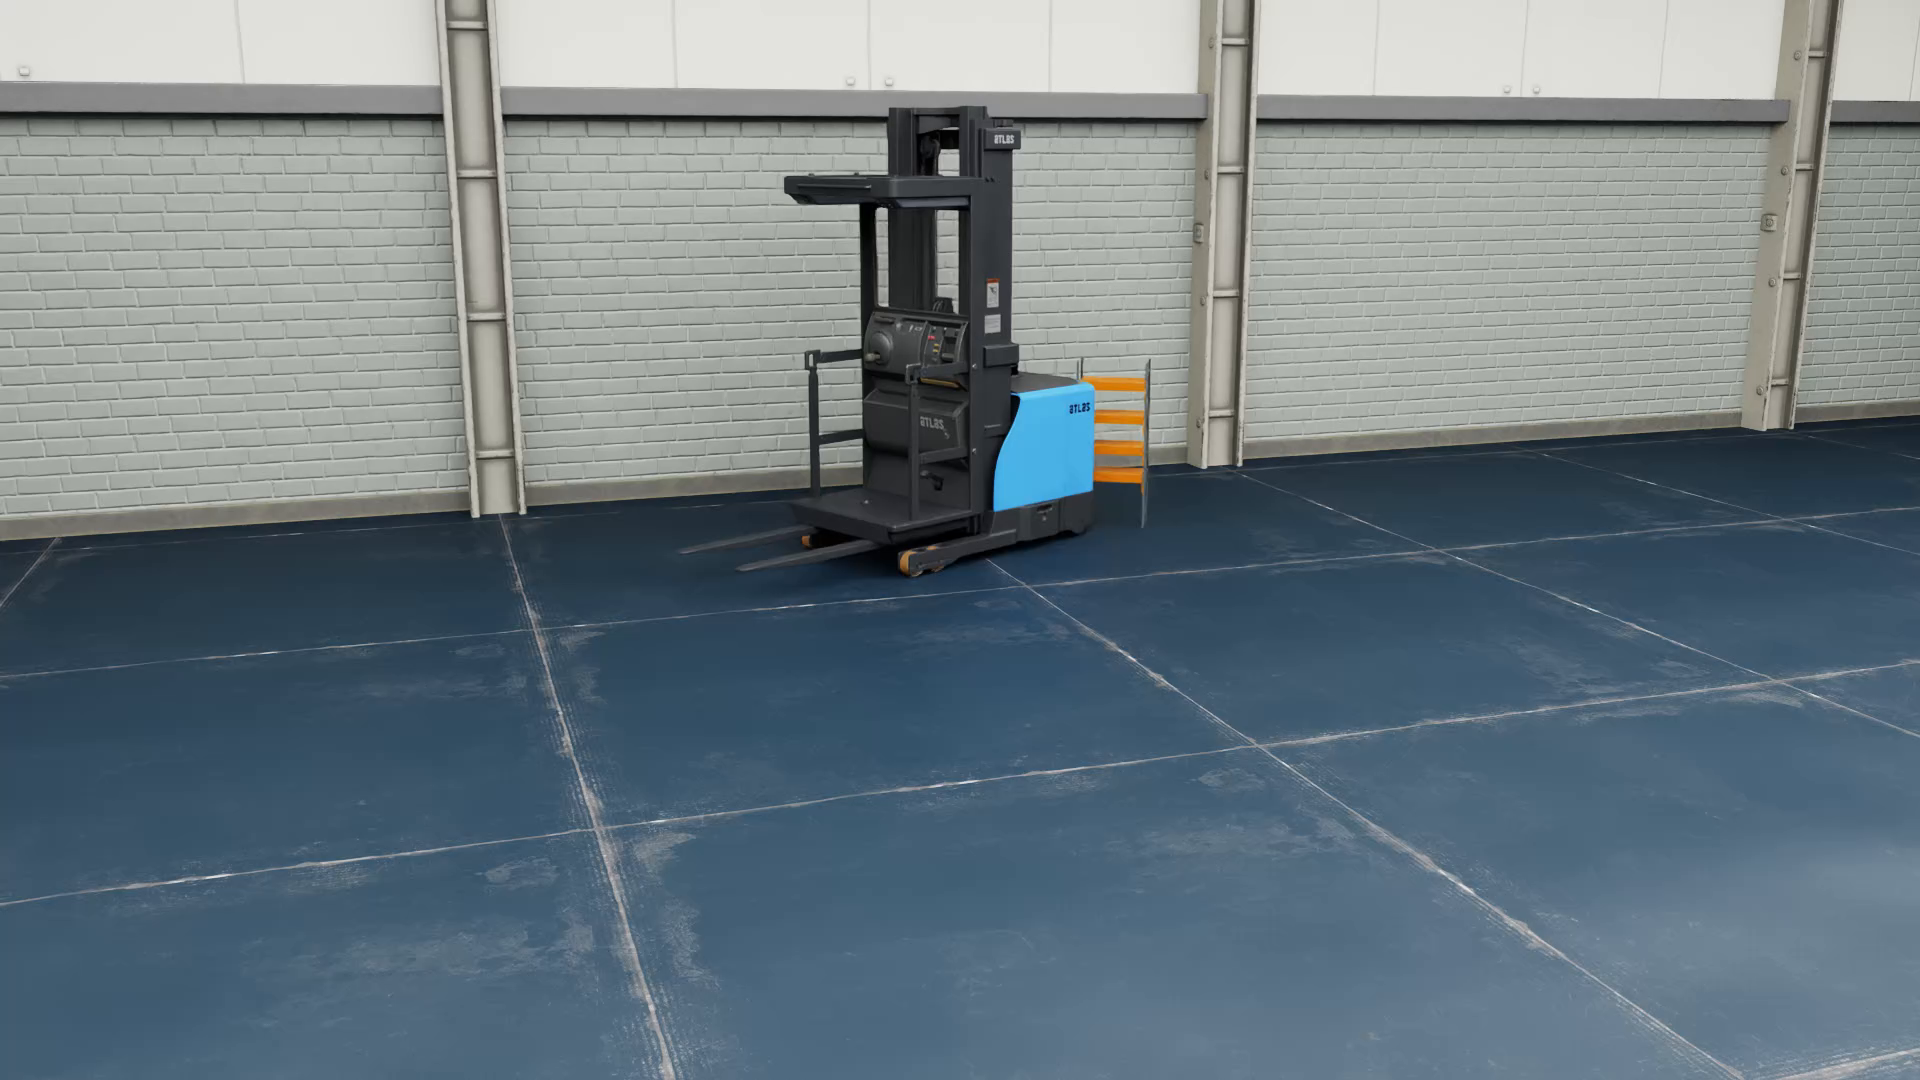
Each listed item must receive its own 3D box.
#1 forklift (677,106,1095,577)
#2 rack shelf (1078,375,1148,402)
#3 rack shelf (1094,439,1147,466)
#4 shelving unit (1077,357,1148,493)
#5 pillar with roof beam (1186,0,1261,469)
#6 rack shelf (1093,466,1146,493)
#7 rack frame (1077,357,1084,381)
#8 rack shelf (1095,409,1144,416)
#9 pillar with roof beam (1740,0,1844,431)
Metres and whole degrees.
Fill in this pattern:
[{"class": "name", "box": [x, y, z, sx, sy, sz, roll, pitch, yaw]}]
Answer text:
[{"class": "forklift", "box": [-0.448, -1.326, 10.882, 3.031, 2.935, 1.130, -13, 18, -43]}, {"class": "rack shelf", "box": [1.101, -1.087, 11.920, 0.480, 0.148, 0.258, 3, 14, 12]}, {"class": "rack shelf", "box": [1.101, -0.639, 12.026, 0.480, 0.148, 0.258, 3, 14, 12]}, {"class": "shelving unit", "box": [1.096, -0.705, 12.012, 0.492, 1.200, 0.258, 3, 14, 12]}, {"class": "pillar with roof beam", "box": [3.574, -4.092, 9.400, 0.400, 9.000, 9.100, -4, 14, -18]}, {"class": "rack shelf", "box": [1.101, -0.446, 12.072, 0.480, 0.148, 0.258, 3, 14, 12]}, {"class": "rack frame", "box": [0.863, -0.716, 12.061, 0.015, 1.200, 0.240, 3, 14, 12]}, {"class": "rack shelf", "box": [1.101, -0.908, 11.962, 0.457, 0.021, 0.221, 3, 14, 12]}, {"class": "pillar with roof beam", "box": [9.261, -4.535, 11.262, 0.400, 9.000, 9.100, -4, 14, -18]}]
